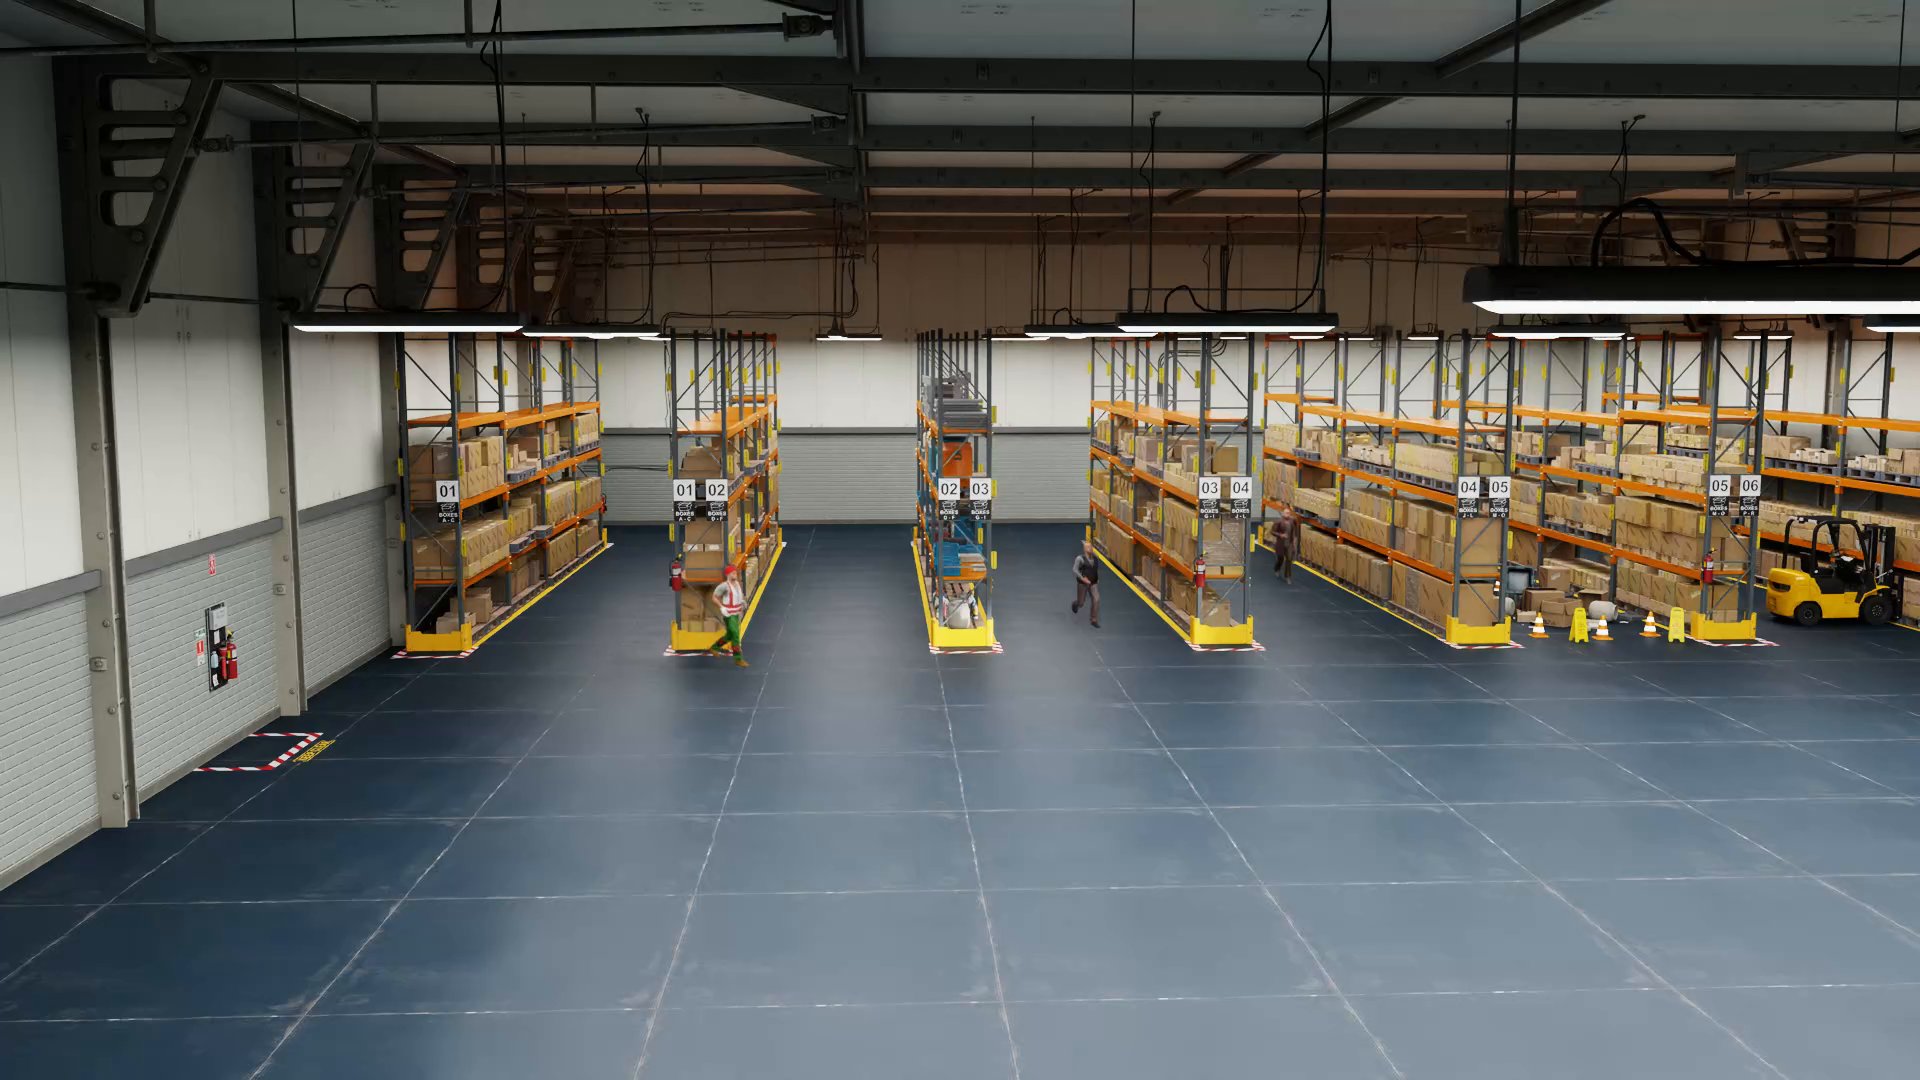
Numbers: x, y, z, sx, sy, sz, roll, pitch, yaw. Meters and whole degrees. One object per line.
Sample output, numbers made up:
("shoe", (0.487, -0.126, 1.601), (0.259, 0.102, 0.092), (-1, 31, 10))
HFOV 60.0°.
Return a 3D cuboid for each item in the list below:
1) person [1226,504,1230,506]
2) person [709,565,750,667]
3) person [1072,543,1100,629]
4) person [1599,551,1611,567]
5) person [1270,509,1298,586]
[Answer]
("person", (7.406, -0.641, 47.406), (0.562, 1.565, 0.632), (0, 7, 4))
("person", (-4.103, 1.333, 29.609), (0.906, 1.786, 0.652), (4, 8, 27))
("person", (2.586, 0.907, 33.947), (0.638, 1.715, 1.046), (-2, 7, -18))
("person", (16.134, -0.023, 41.384), (0.735, 1.758, 0.922), (-1, 7, -9))
("person", (7.794, 0.134, 39.973), (0.739, 1.797, 1.100), (-1, 7, -9))
